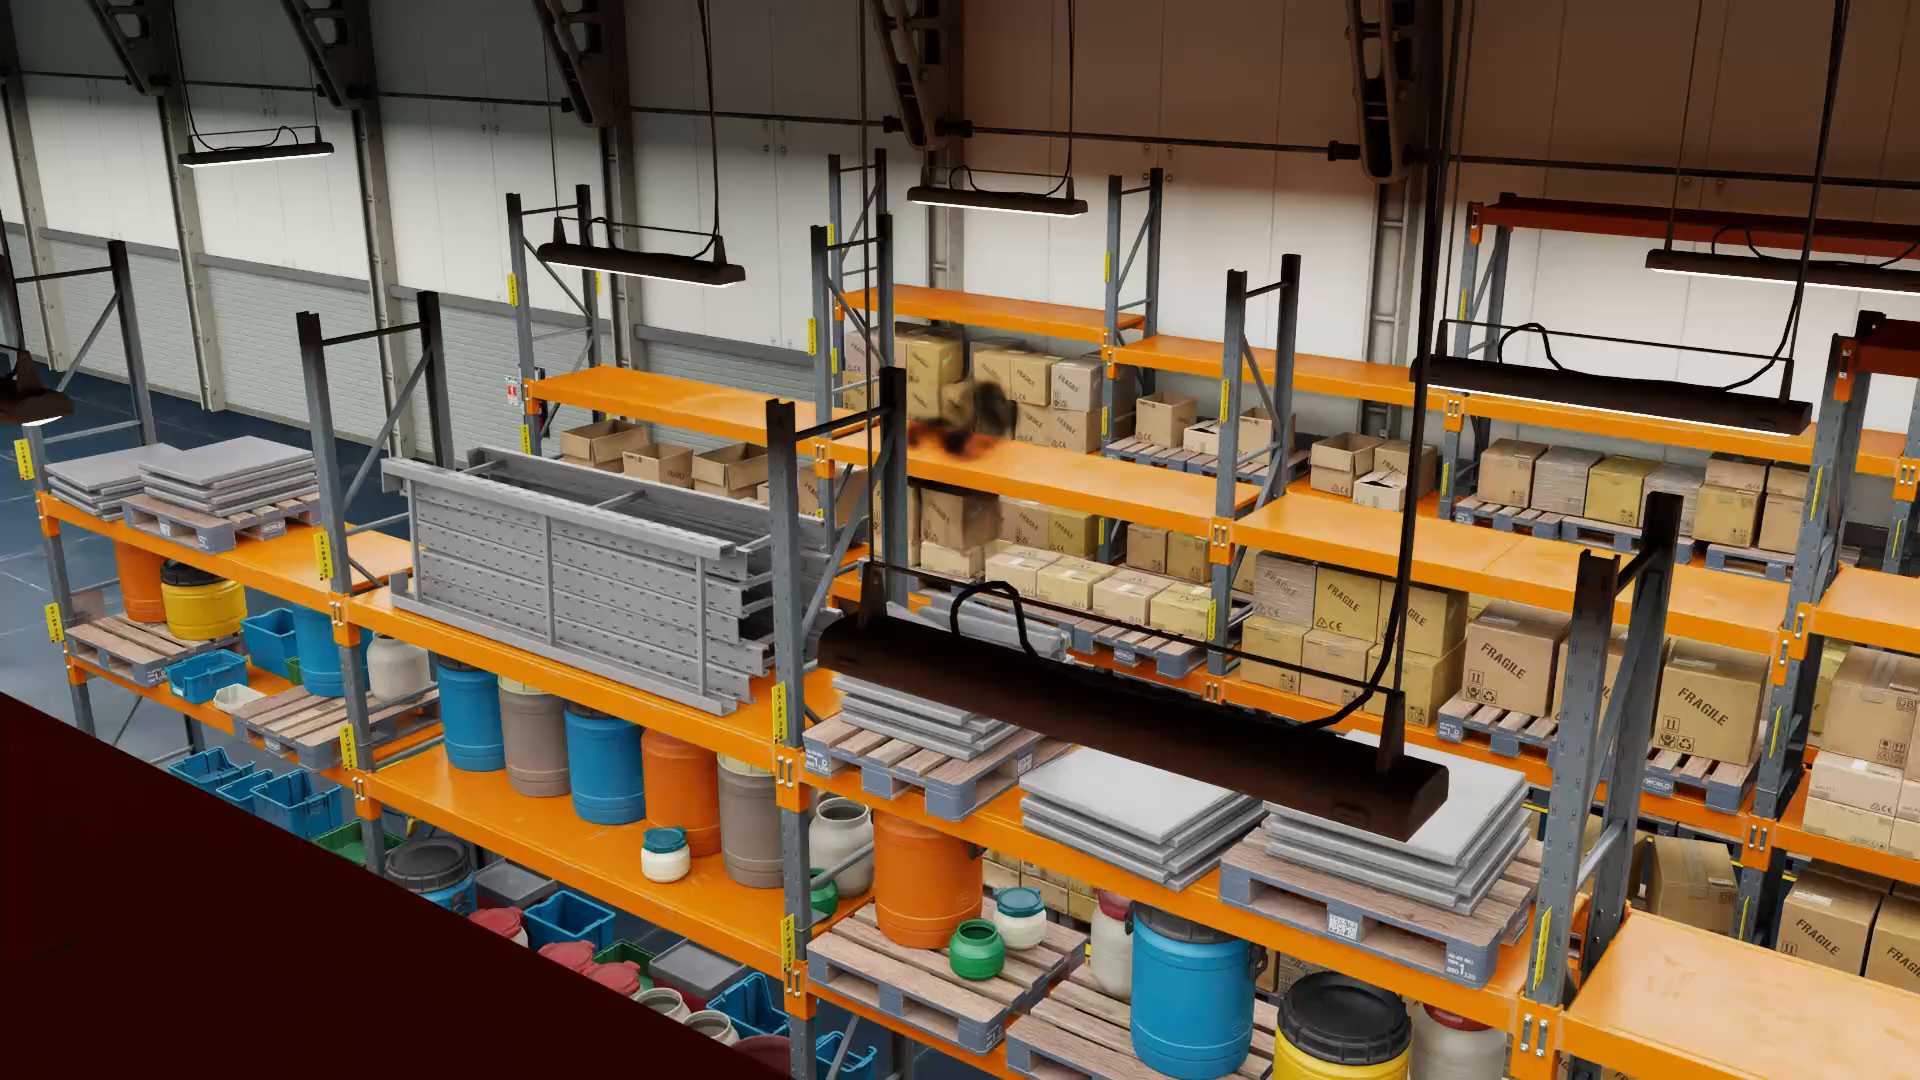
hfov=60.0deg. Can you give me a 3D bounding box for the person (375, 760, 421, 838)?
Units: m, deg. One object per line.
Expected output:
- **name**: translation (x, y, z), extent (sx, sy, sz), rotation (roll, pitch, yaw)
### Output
- **person**: translation (-5.497, 2.208, 15.838), extent (0.585, 1.722, 0.705), rotation (5, 19, 14)
